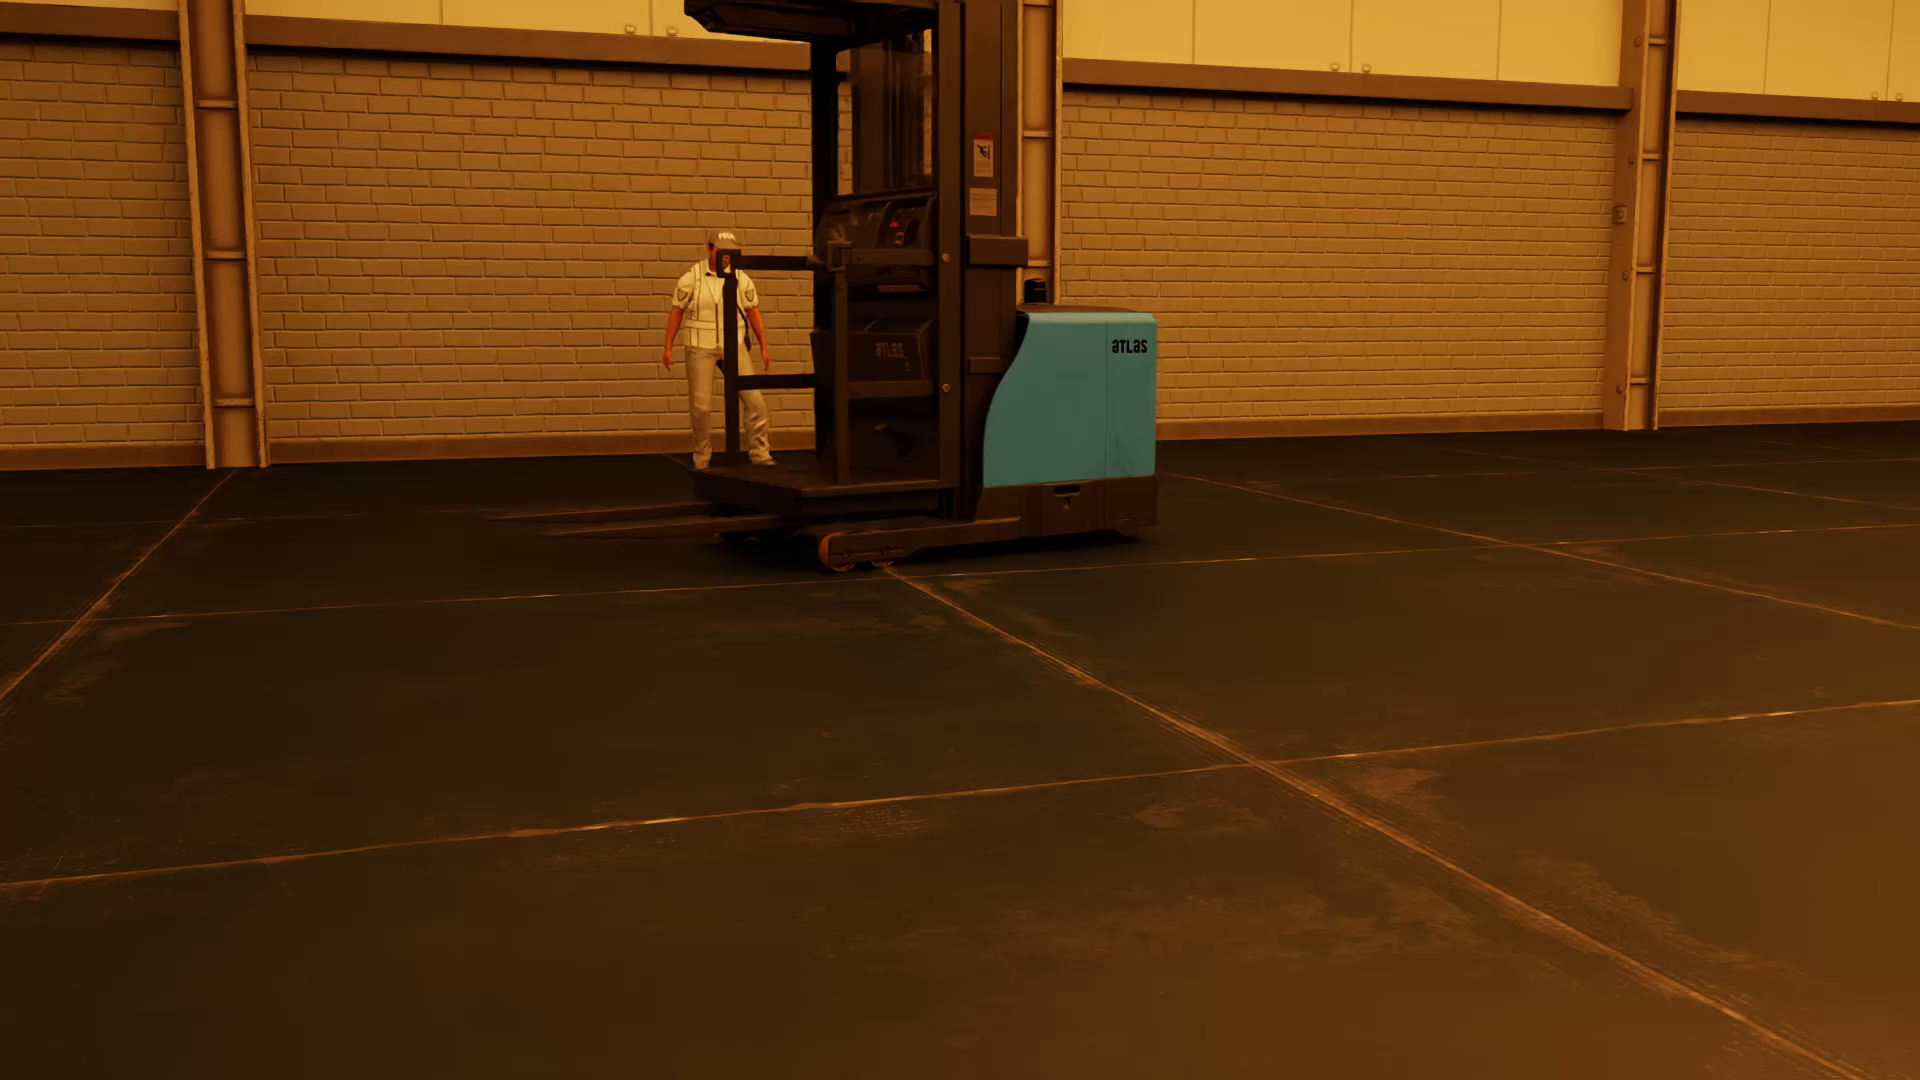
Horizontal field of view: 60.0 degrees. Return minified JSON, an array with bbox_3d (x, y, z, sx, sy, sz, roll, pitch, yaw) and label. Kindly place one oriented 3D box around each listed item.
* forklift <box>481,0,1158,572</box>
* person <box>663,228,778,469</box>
[{"bbox_3d":[-0.559,-1.399,7.337,3.031,2.935,1.130,-5,9,-34],"label":"forklift"},{"bbox_3d":[-1.580,-1.258,11.158,0.810,1.637,0.470,-2,8,-13],"label":"person"}]
